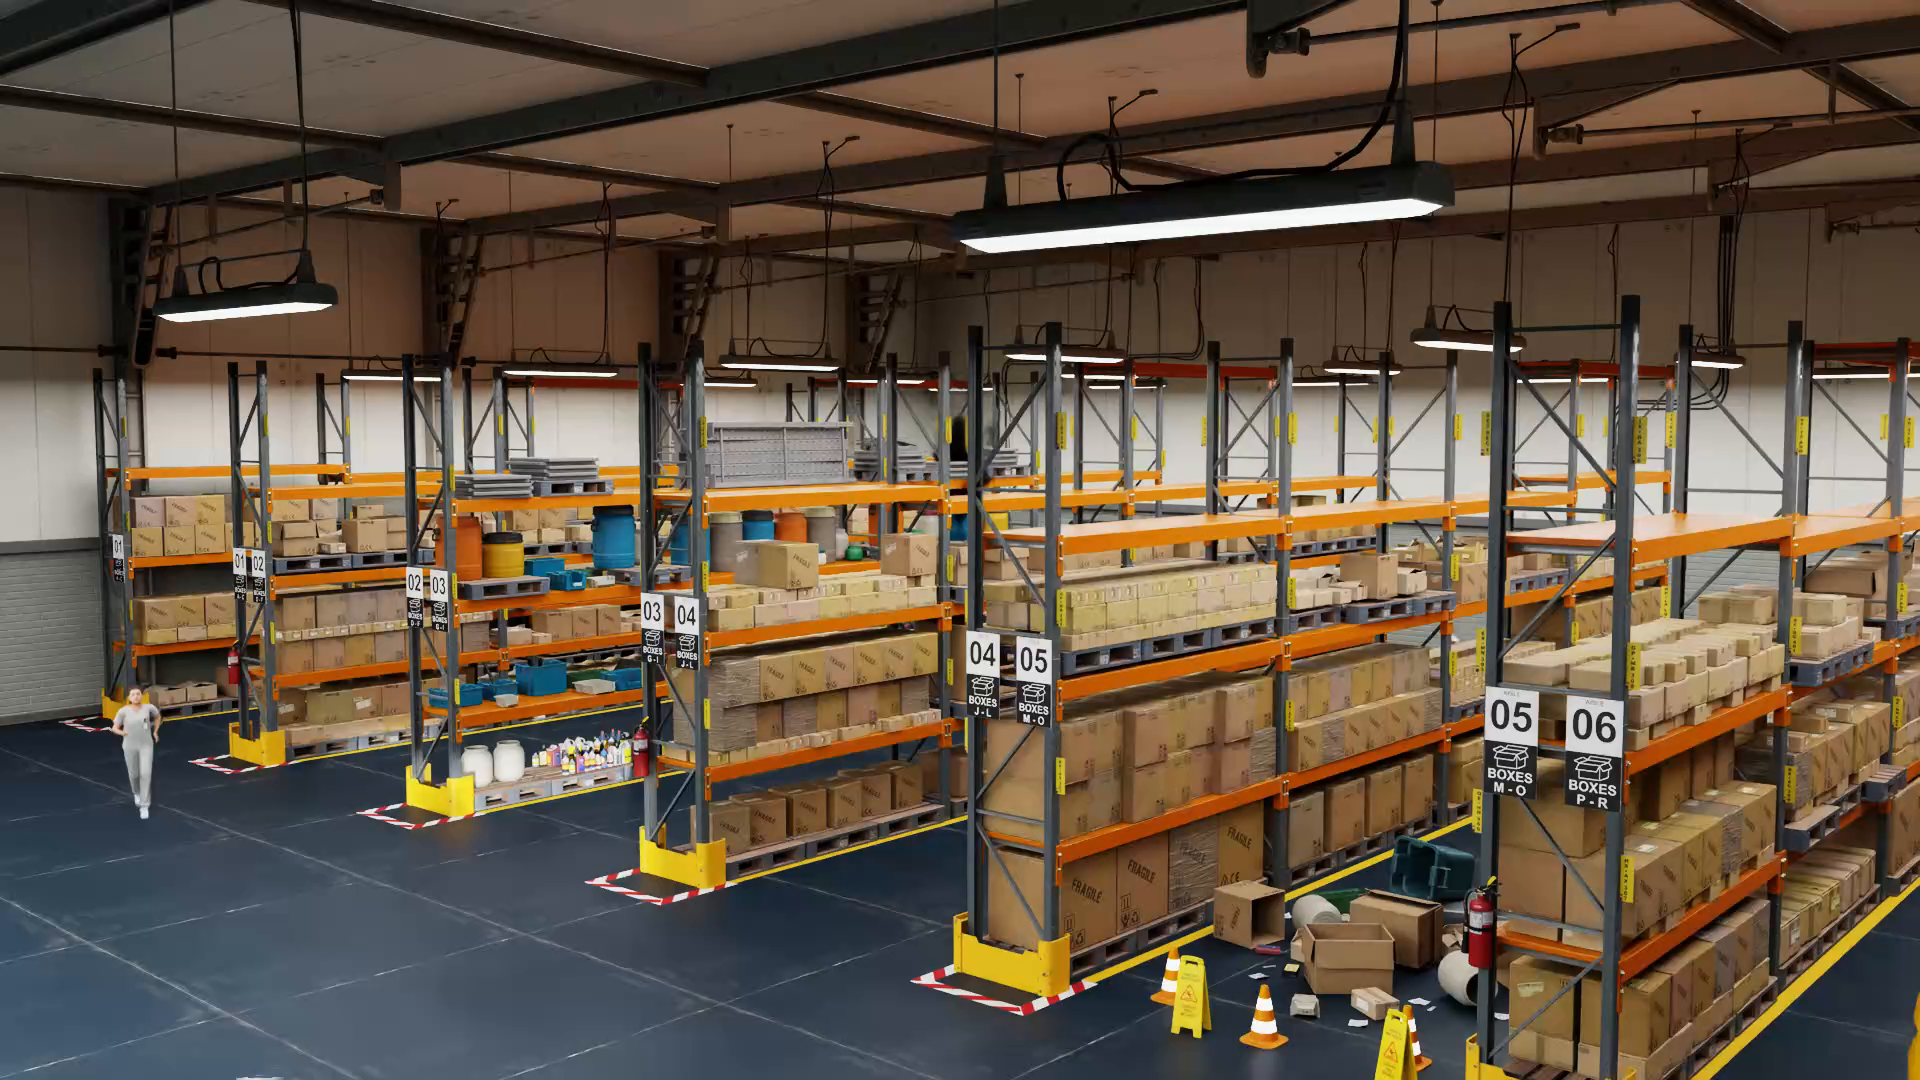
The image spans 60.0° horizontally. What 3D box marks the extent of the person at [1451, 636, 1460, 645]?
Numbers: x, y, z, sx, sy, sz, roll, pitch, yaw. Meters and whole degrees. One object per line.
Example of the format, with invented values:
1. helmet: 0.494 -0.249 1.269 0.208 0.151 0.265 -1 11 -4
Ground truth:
1. person: 7.761 2.380 26.060 0.662 1.771 0.791 3 5 40

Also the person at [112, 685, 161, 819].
1. person: -10.703 2.719 21.639 0.573 1.673 0.969 -2 5 -25
